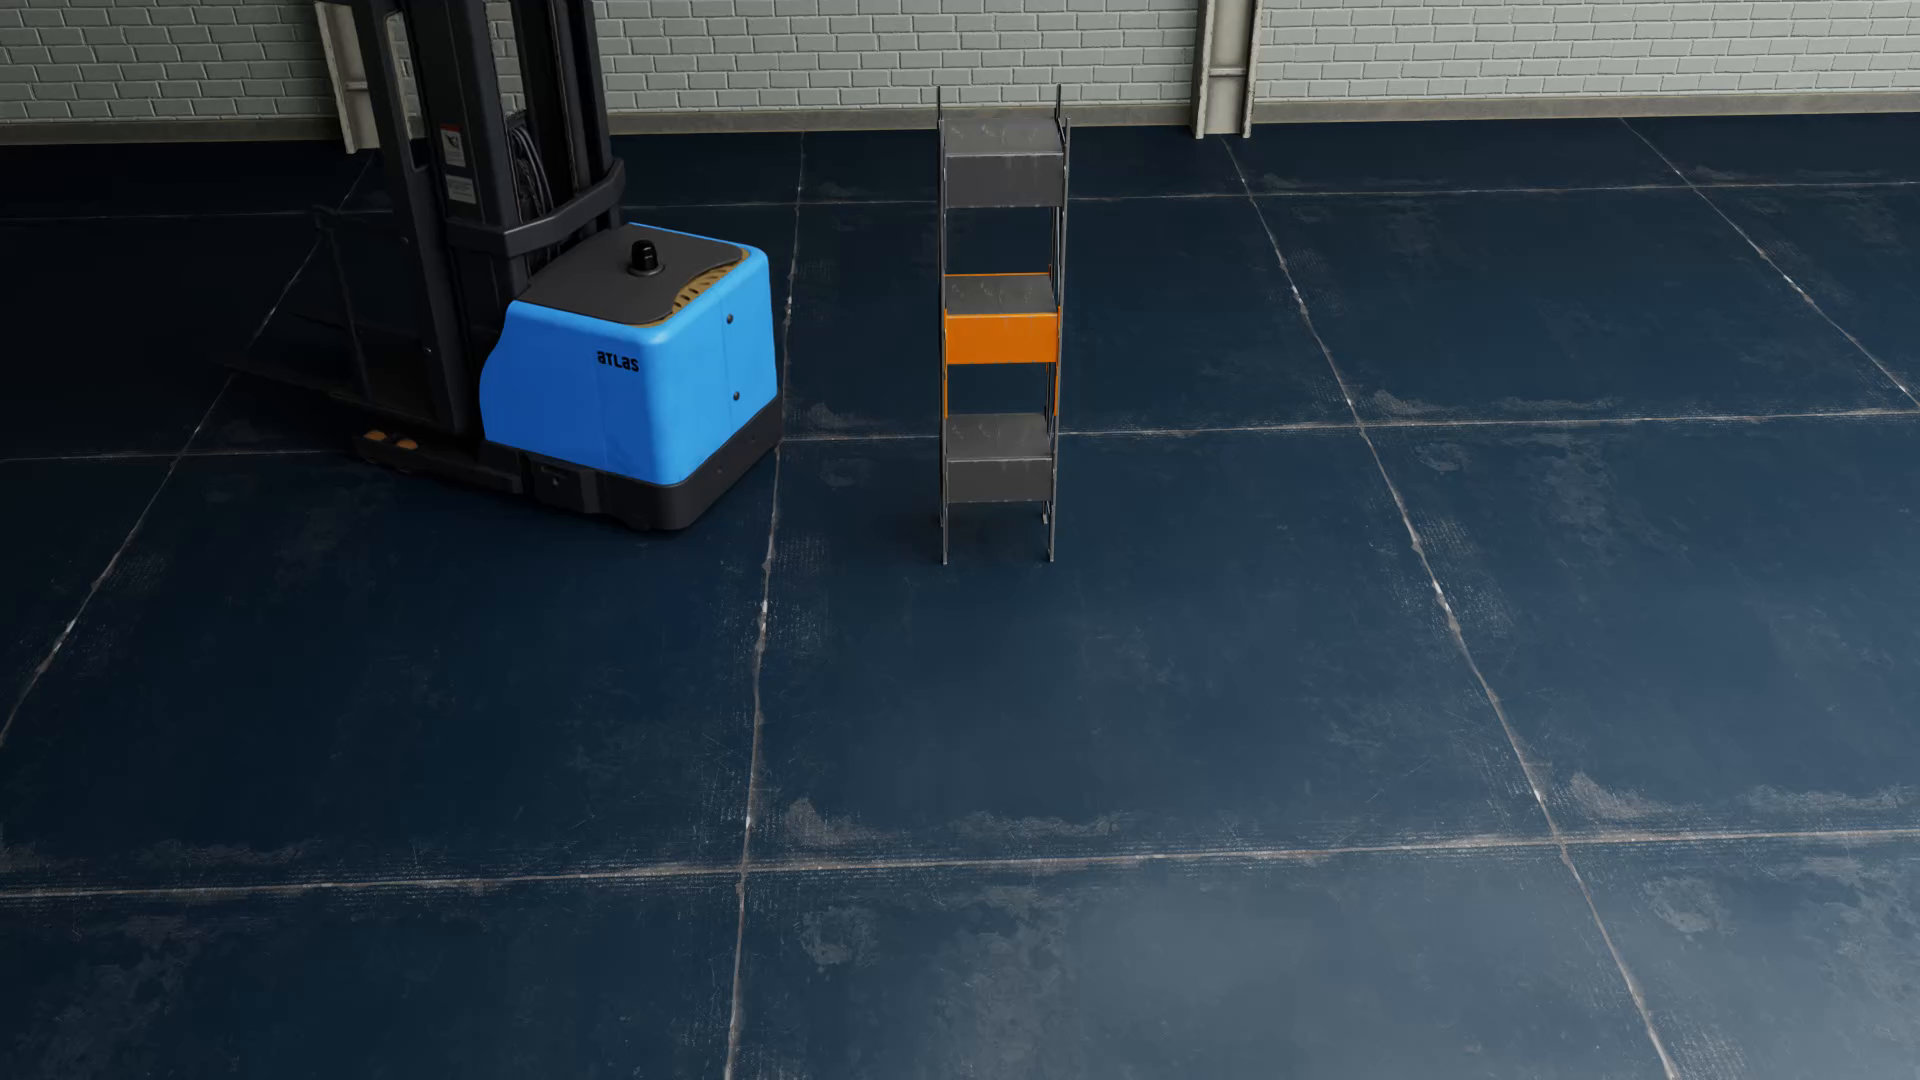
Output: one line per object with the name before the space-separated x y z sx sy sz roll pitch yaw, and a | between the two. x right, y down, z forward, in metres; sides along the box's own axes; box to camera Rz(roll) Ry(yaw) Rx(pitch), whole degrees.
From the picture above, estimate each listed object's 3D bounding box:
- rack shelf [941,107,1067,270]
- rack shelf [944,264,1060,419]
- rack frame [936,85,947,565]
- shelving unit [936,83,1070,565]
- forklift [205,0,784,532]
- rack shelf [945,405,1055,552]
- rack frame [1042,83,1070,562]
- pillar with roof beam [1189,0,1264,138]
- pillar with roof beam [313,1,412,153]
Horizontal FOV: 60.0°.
rack shelf | 0.165 -1.432 6.768 0.480 0.518 0.431 -2 35 -2
rack shelf | 0.165 -0.857 7.167 0.480 0.518 0.431 -2 35 -2
rack frame | -0.078 -0.861 7.149 0.015 2.100 0.400 -2 35 -2
shelving unit | 0.165 -0.868 7.159 0.503 2.100 0.431 -2 35 -2
forklift | -2.453 -1.796 7.769 3.031 2.935 1.130 14 37 20
rack shelf | 0.165 -0.281 7.565 0.480 0.518 0.431 -2 35 -2
rack frame | 0.409 -0.874 7.168 0.015 2.100 0.400 -2 35 -2
pillar with roof beam | 2.079 -4.221 5.941 0.400 9.000 9.100 -2 35 -2
pillar with roof beam | -3.914 -4.059 5.708 0.400 9.000 9.100 -2 35 -2
